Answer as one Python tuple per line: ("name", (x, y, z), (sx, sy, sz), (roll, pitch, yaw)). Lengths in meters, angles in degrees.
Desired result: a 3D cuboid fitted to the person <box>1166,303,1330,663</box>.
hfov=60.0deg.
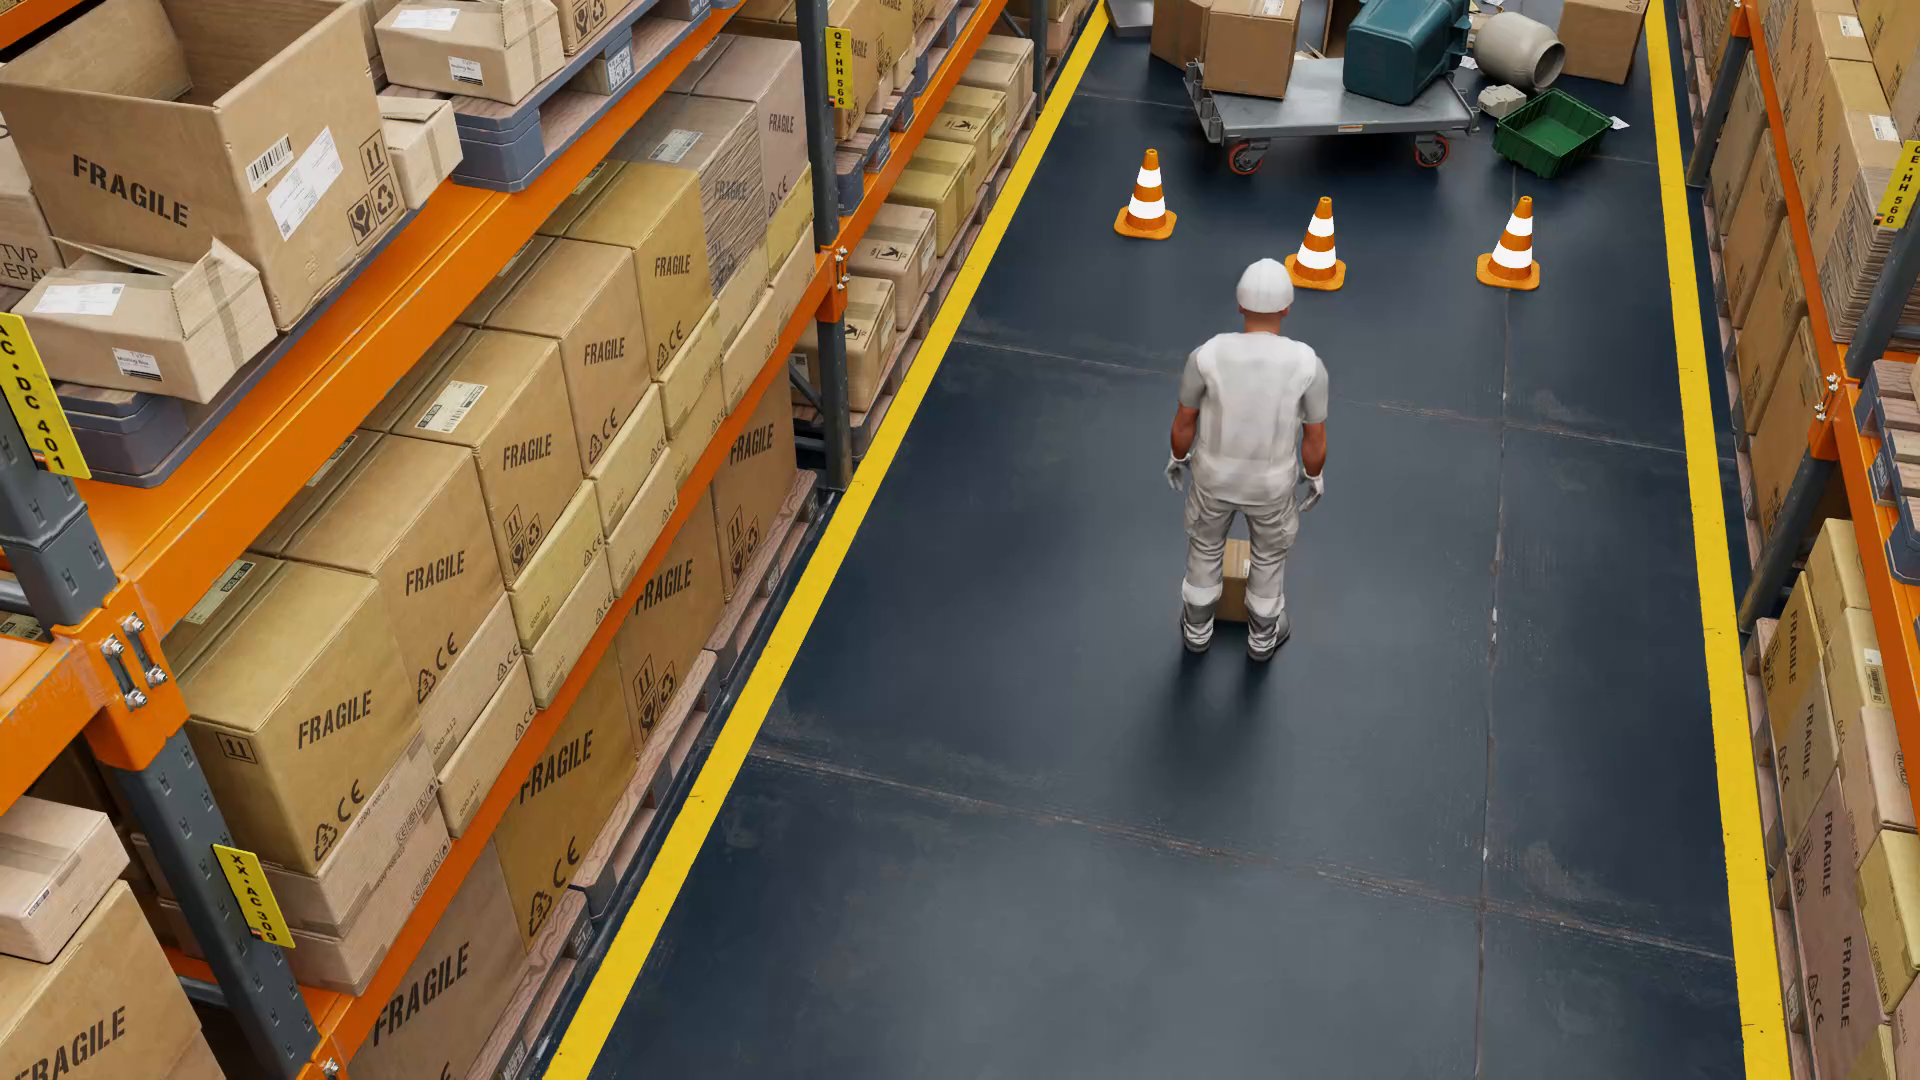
("person", (15.275, -3.377, 10.116), (25.708, 1.732, 16.744), (9, 42, 11))
